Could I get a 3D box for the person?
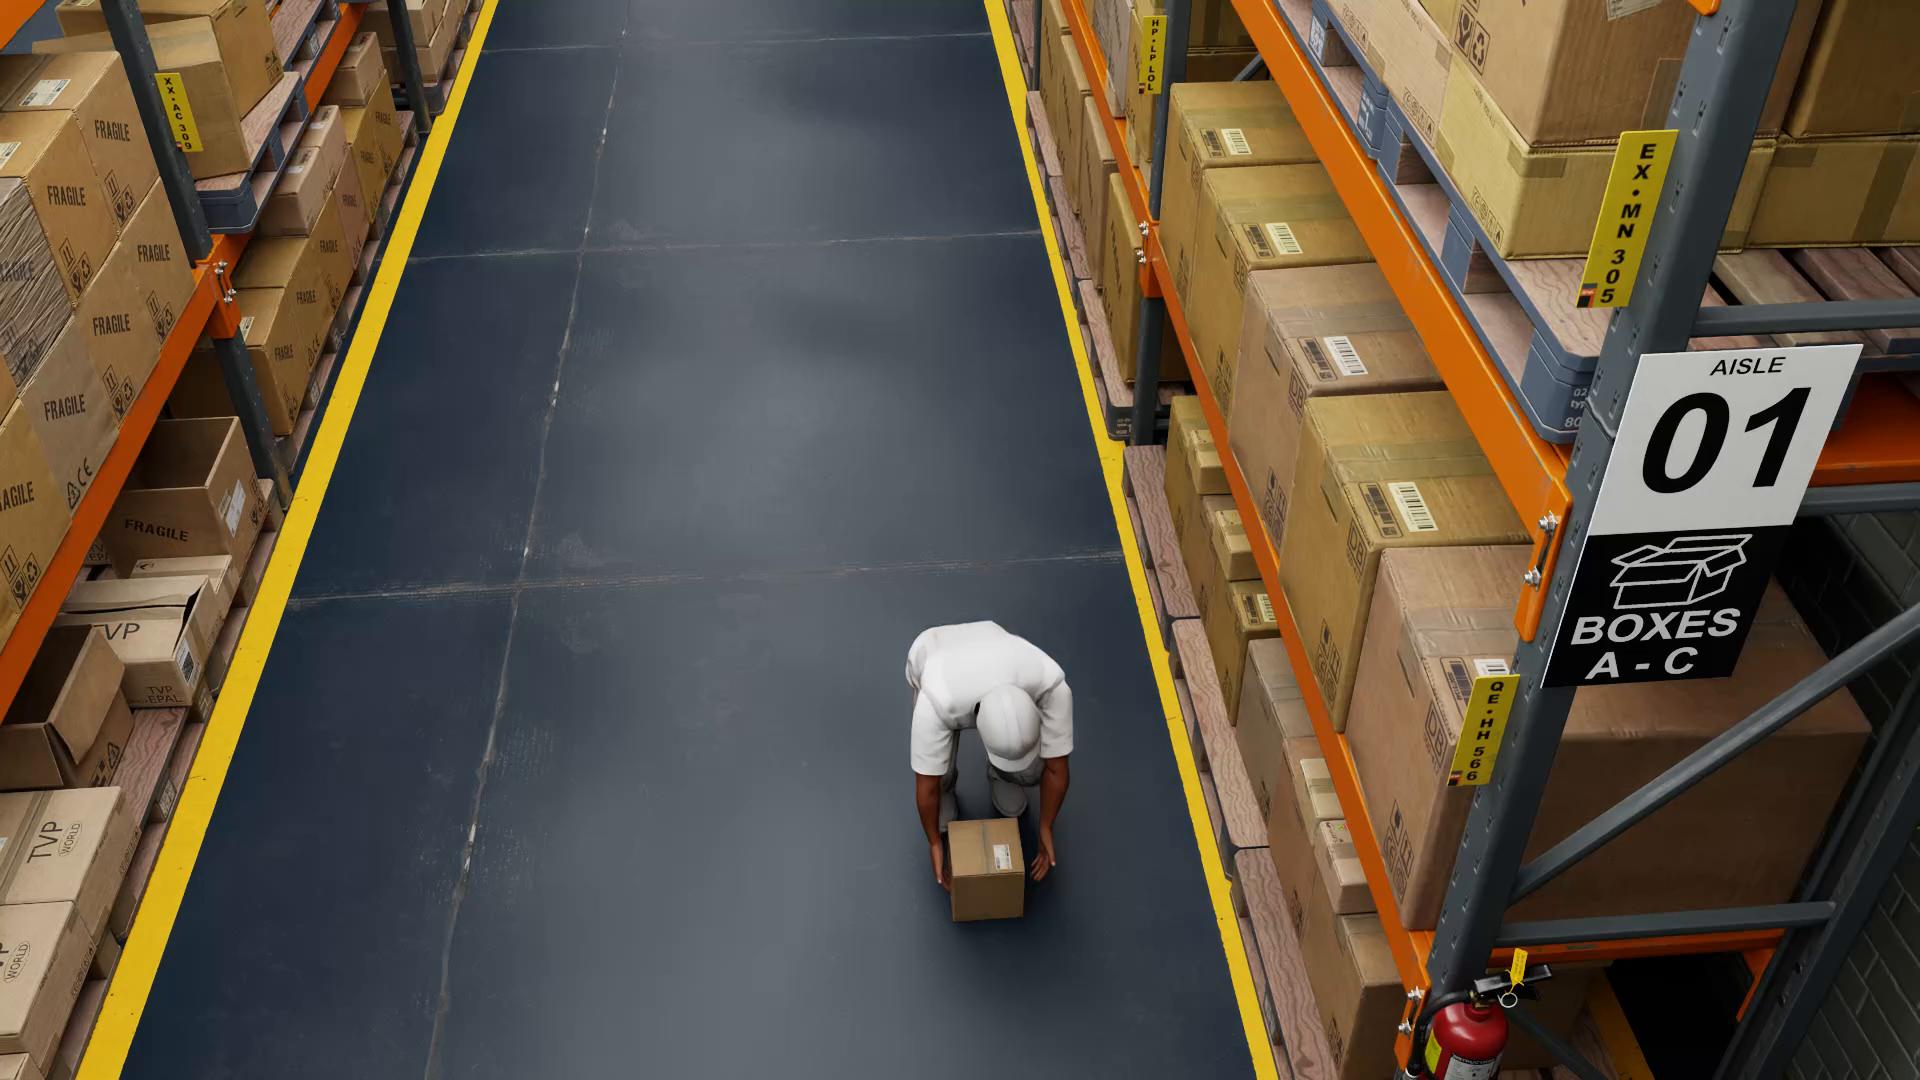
[{"bbox_3d":[0.096,0.672,5.951,0.576,0.957,0.895,-4,39,-5],"label":"person"}]
